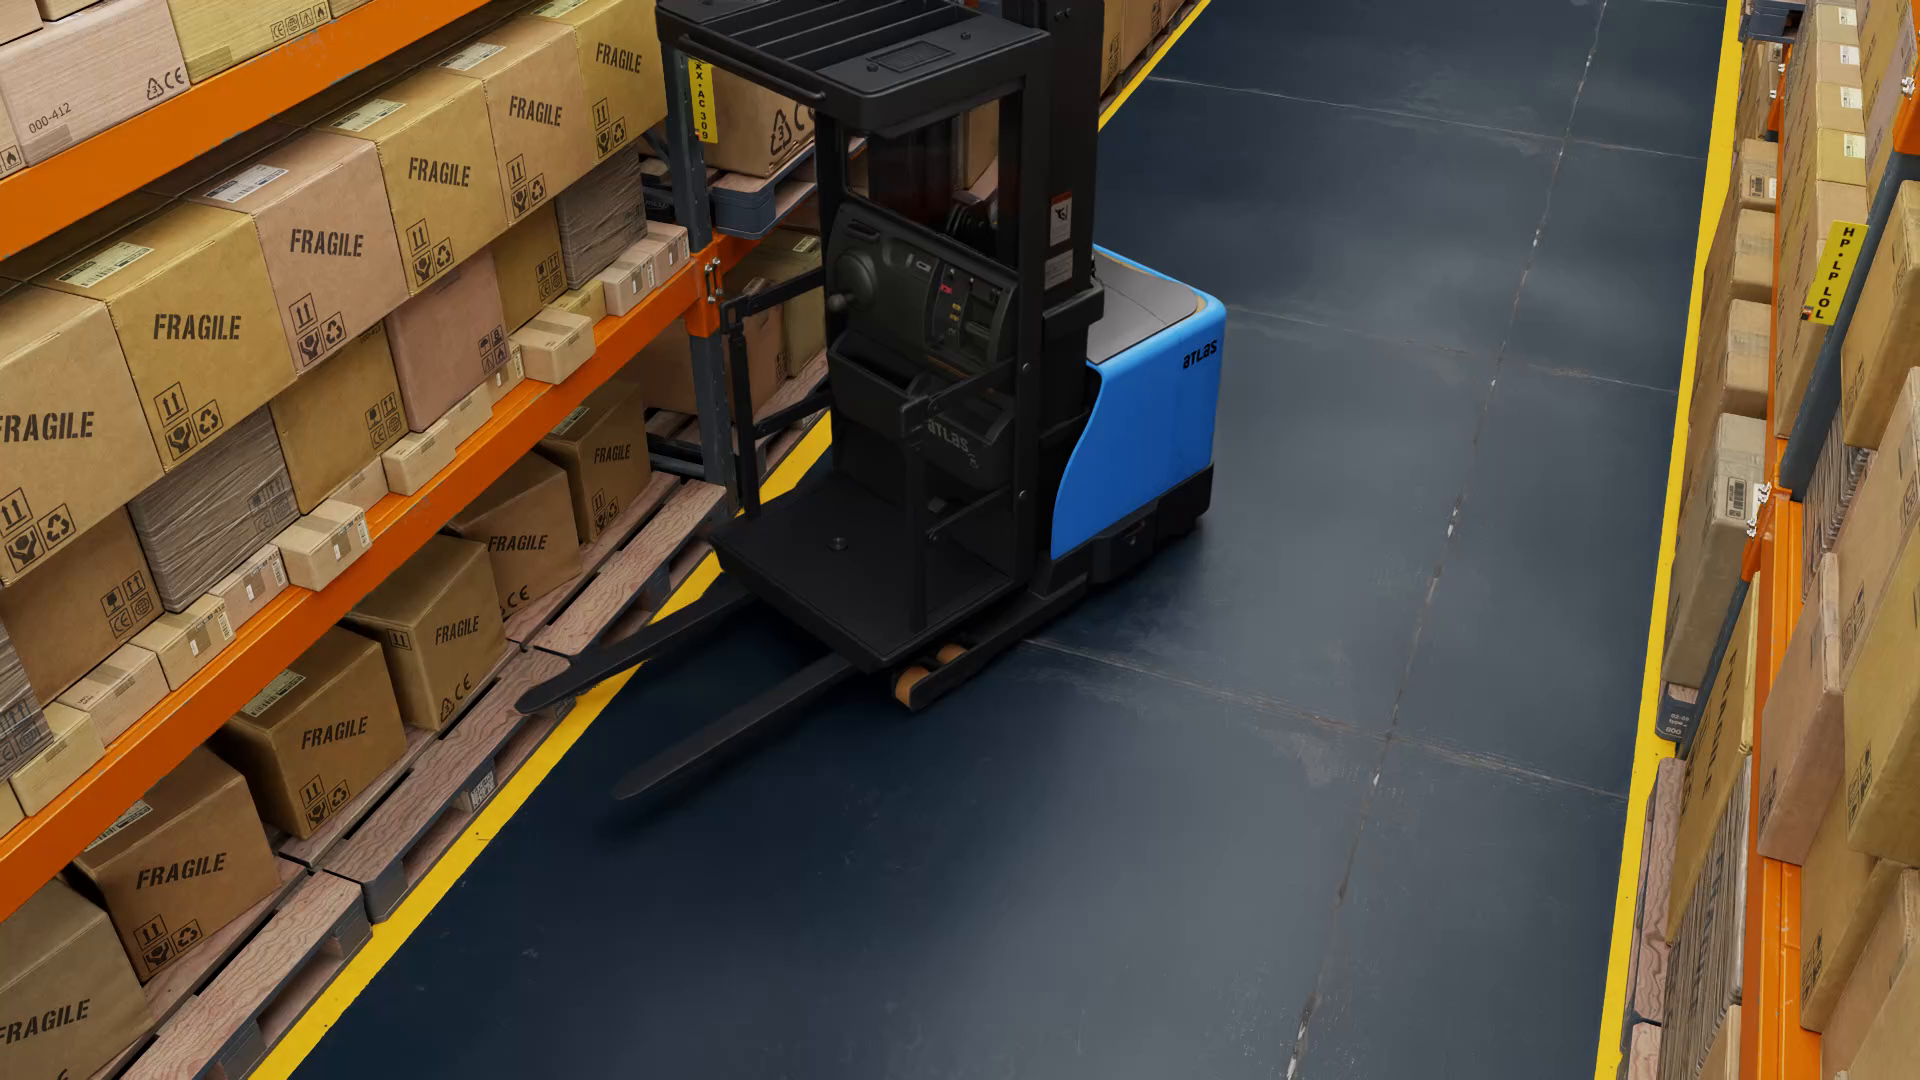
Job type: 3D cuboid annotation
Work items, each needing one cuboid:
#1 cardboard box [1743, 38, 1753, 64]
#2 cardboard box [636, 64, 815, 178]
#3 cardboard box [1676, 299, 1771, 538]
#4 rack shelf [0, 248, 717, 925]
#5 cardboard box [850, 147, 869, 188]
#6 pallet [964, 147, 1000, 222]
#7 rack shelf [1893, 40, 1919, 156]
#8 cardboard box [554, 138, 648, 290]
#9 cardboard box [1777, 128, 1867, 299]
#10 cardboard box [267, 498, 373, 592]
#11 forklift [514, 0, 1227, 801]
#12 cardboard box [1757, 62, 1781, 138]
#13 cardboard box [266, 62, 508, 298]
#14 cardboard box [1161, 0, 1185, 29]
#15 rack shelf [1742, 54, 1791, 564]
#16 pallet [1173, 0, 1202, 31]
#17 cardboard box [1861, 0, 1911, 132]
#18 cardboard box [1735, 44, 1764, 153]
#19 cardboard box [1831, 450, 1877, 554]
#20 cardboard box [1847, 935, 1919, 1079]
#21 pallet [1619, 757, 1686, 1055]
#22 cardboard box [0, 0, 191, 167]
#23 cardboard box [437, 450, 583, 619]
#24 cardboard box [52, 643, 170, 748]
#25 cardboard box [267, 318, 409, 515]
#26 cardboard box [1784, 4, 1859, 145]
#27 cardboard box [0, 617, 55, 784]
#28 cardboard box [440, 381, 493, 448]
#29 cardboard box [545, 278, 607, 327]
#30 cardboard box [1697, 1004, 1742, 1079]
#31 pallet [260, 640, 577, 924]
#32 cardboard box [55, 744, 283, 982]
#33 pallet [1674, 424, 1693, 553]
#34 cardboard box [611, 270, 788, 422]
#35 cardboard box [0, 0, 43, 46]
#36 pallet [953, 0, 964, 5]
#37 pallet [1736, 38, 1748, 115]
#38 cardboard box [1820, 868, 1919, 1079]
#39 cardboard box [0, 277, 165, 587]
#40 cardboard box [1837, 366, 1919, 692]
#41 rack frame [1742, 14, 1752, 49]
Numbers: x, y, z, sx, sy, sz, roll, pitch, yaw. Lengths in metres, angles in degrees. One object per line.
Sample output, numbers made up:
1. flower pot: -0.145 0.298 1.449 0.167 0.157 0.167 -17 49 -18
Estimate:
1. cardboard box: 5.596 -3.480 11.137 0.500 0.500 0.500 15 39 19
2. cardboard box: -1.038 -2.235 6.882 1.000 1.000 1.000 14 39 18
3. cardboard box: 3.602 -0.397 6.804 1.050 0.750 0.750 14 39 18
4. rack shelf: -2.231 -0.023 5.376 1.077 0.370 4.000 14 39 18
5. cardboard box: -0.593 -1.807 8.882 0.700 0.500 0.500 17 40 21
6. pallet: -0.247 -2.084 9.861 1.003 0.211 1.213 14 39 18
7. rack shelf: 2.318 -0.038 2.891 1.077 0.370 4.000 14 39 18
8. cardboard box: -1.698 -1.342 6.208 0.875 0.500 0.500 14 39 18
9. cardboard box: 3.414 -1.182 6.242 0.500 0.500 0.500 14 39 18
10. cardboard box: -2.003 -0.015 4.974 0.380 0.149 0.250 14 39 18
11. forklift: -0.309 -0.876 5.974 3.031 2.935 1.130 -30 46 -34
12. cardboard box: 4.618 -2.353 9.003 0.500 0.250 0.500 13 39 17
13. cardboard box: -1.767 -1.112 5.066 0.500 0.500 0.500 14 39 18
14. cardboard box: 1.010 -4.311 11.936 1.225 0.875 0.875 13 39 16
15. rack shelf: 3.840 -1.052 6.752 1.077 0.370 4.000 14 39 18
16. pallet: 1.350 -4.286 12.808 1.003 0.211 1.213 14 39 18
17. cardboard box: 3.842 -1.793 6.225 0.700 0.500 0.500 13 39 17
18. cardboard box: 4.996 -2.621 9.988 0.500 0.500 0.500 12 38 16
19. cardboard box: 2.761 0.224 4.319 0.875 0.550 0.550 14 39 18
20. cardboard box: 1.858 0.968 2.423 0.875 0.550 0.550 14 39 18
21. pallet: 2.717 1.288 5.351 1.003 0.211 1.213 14 39 18
22. cardboard box: -2.187 -1.113 3.854 0.500 0.250 0.500 14 39 18
23. cardboard box: -1.870 -0.054 6.554 0.500 0.500 0.500 27 45 32
24. cardboard box: -2.365 0.381 4.444 0.380 0.149 0.250 14 39 18
25. cardboard box: -2.247 -0.506 5.090 0.875 0.500 0.500 14 39 18
26. cardboard box: 3.989 -2.018 7.361 0.500 0.500 0.500 13 39 17
27. cardboard box: -2.757 0.339 3.959 0.875 0.500 0.500 14 39 18
28. cardboard box: -1.801 -0.451 5.557 0.380 0.149 0.250 14 39 18
29. cardboard box: -1.534 -0.871 6.119 0.380 0.149 0.250 14 39 18
30. cardboard box: 2.086 1.787 3.778 0.875 0.875 0.875 13 39 17
31. pallet: -2.155 0.756 6.062 1.003 0.211 1.213 14 39 18
32. cardboard box: -2.543 0.949 5.212 0.500 0.500 0.500 25 43 29
33. pallet: 3.765 -0.238 7.392 1.003 0.211 1.213 14 39 18
34. cardboard box: -1.216 -0.928 7.707 0.700 0.500 0.500 11 38 14
35. cardboard box: -2.237 -1.162 3.586 0.380 0.149 0.250 14 39 18
36. pallet: -0.663 -2.451 8.183 1.003 0.211 1.213 14 39 18
37. pallet: 5.828 -3.113 11.239 1.003 0.211 1.213 14 39 18
38. cardboard box: 2.174 1.116 3.127 0.875 0.550 0.550 14 39 18
39. cardboard box: -2.334 -0.281 3.953 0.500 0.500 0.500 14 39 18
40. cardboard box: 2.472 0.070 3.623 0.875 0.550 0.550 14 39 18
41. rack frame: 6.122 -4.662 10.981 1.000 3.000 0.127 14 39 18
